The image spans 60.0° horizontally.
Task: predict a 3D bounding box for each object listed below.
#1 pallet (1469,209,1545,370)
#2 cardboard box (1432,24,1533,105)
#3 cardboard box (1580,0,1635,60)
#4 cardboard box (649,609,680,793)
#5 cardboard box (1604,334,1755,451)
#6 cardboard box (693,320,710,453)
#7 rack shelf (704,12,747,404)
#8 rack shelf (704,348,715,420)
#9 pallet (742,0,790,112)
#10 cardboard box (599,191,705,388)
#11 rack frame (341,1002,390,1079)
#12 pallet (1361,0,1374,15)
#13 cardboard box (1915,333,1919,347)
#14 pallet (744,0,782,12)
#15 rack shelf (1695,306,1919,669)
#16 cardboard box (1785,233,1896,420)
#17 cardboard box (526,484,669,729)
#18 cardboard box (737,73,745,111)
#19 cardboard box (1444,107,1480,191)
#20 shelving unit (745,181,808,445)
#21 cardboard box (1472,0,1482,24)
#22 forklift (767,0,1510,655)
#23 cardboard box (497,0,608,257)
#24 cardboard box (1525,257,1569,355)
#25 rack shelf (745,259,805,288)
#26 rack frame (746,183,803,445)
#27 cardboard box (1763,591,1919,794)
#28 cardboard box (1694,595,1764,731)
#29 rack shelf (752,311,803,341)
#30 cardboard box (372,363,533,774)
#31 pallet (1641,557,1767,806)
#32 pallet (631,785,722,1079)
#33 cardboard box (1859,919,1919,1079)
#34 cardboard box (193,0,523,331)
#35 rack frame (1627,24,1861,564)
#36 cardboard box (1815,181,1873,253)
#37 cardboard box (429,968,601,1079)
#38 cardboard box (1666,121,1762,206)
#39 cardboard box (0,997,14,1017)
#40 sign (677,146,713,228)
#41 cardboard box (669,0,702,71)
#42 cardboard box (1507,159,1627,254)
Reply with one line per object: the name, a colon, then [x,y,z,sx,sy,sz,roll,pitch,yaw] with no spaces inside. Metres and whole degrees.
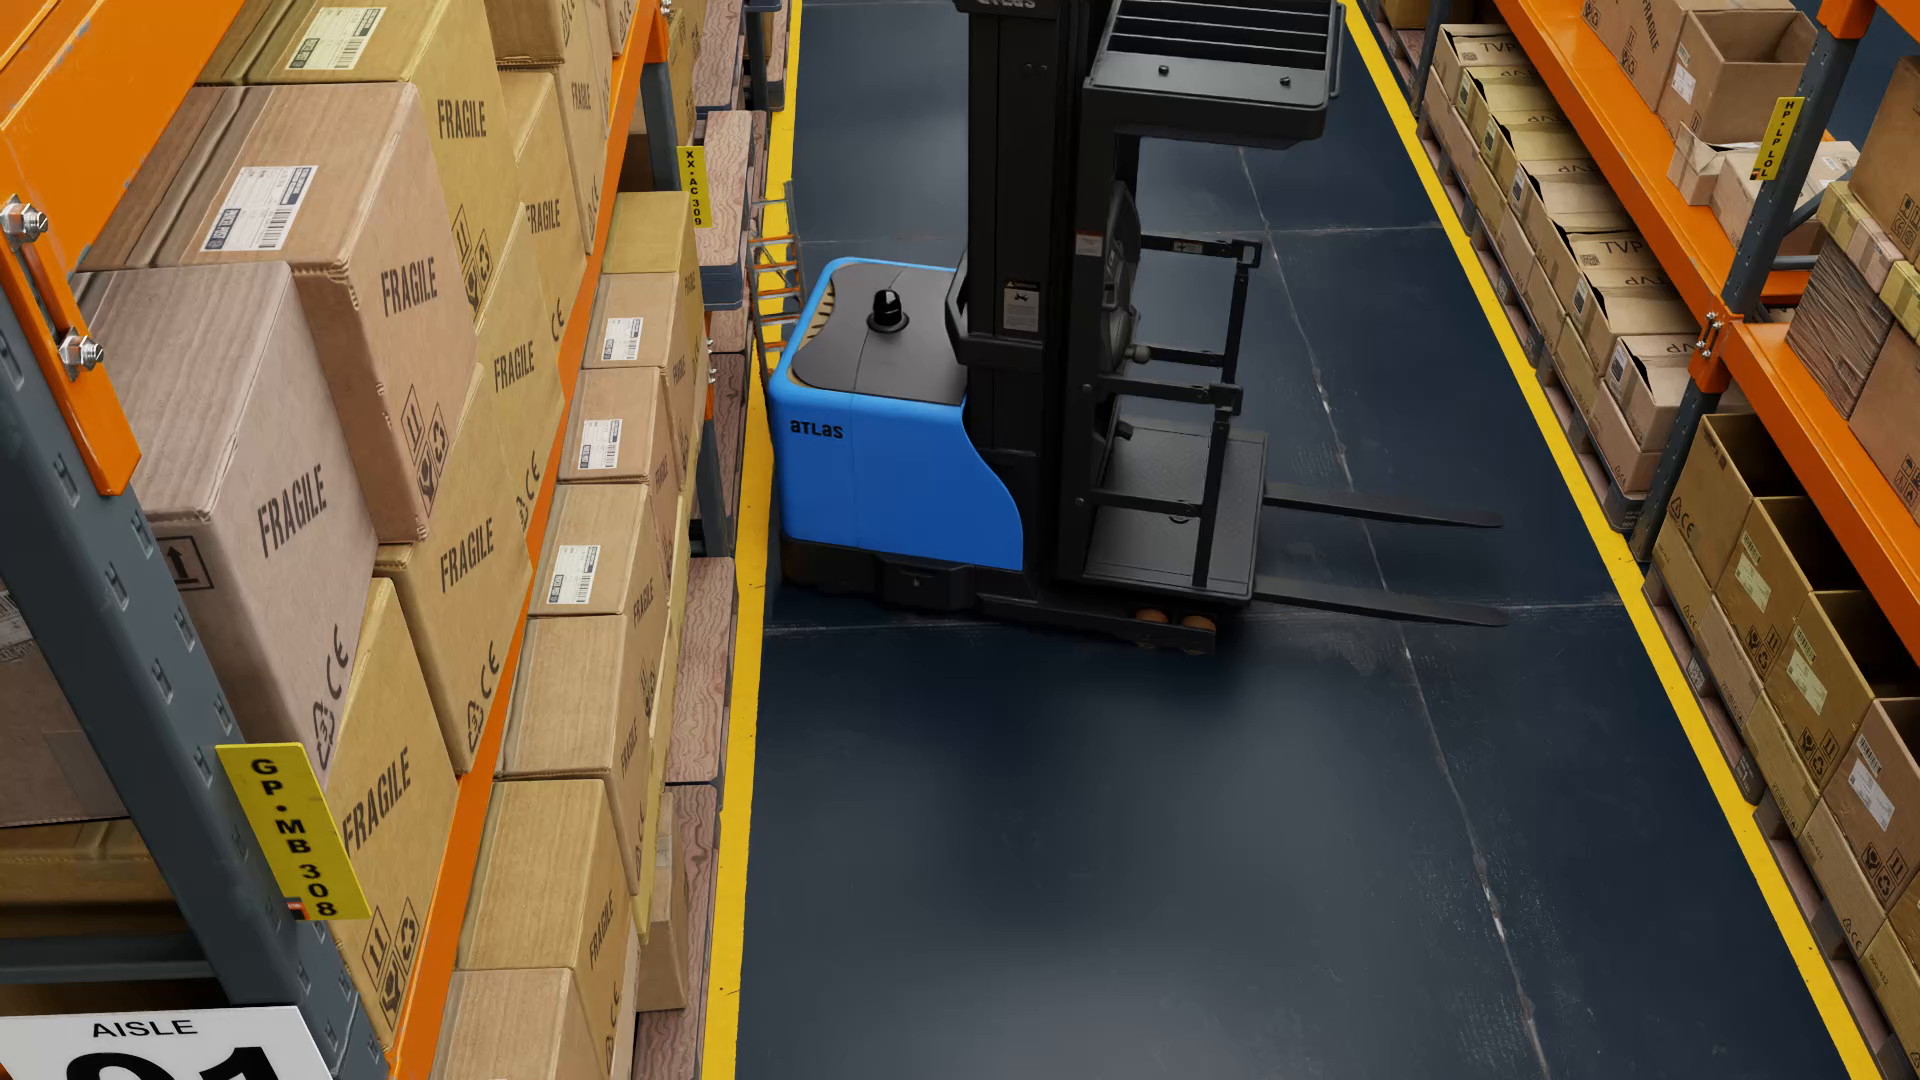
pallet: [3.338,-1.350,8.716,1.003,0.211,1.213,-2,43,-2]
cardboard box: [3.022,-2.742,9.481,0.500,0.311,0.500,0,43,0]
cardboard box: [3.381,-2.661,8.009,0.500,0.500,0.500,-4,43,-4]
cardboard box: [-1.091,0.463,4.771,0.500,0.250,0.500,-1,43,-1]
cardboard box: [3.159,-0.669,7.219,0.500,0.311,0.500,-2,43,-2]
cardboard box: [-1.163,-0.552,5.878,0.500,0.250,0.500,-2,43,-2]
rack shelf: [-1.571,-1.996,7.890,1.077,0.370,4.000,-2,43,-2]
rack shelf: [-1.401,0.704,4.944,1.077,0.370,4.000,-2,43,-2]
pallet: [-1.614,-3.118,10.645,1.003,0.211,1.213,-2,43,-2]
cardboard box: [-1.157,-0.829,5.626,0.500,0.500,0.500,-2,43,-2]
rack frame: [-1.316,1.789,3.228,1.000,3.000,0.127,-2,43,-2]
pallet: [3.250,-4.055,11.667,1.003,0.211,1.213,-2,43,-2]
cardboard box: [3.317,-0.624,5.307,0.380,0.149,0.250,-2,43,-2]
pallet: [-1.519,-3.063,8.663,1.213,0.211,1.003,-2,43,-2]
rack shelf: [3.548,0.559,5.102,1.077,0.370,4.000,-2,43,-2]
cardboard box: [3.488,-0.793,5.971,0.700,0.500,0.500,-3,43,-3]
cardboard box: [-1.097,0.199,4.504,0.500,0.500,0.500,0,43,0]
cardboard box: [-1.573,-2.368,9.287,0.700,0.500,0.500,-1,43,-1]
cardboard box: [3.044,-2.196,9.300,0.500,0.250,0.500,-3,43,-3]
shelving unit: [-0.831,-1.038,7.705,0.258,1.200,0.189,-8,11,-9]
cardboard box: [3.531,-3.666,10.703,0.500,0.500,0.500,-3,43,-3]
forklift: [0.800,-1.000,6.322,3.031,2.935,1.130,8,43,9]
cardboard box: [-1.148,-1.013,3.976,0.500,0.500,0.500,-3,43,-3]
cardboard box: [3.114,-1.156,8.165,0.500,0.250,0.500,-1,43,-1]
rack shelf: [-0.854,-1.229,7.670,0.258,0.103,0.180,-8,11,-9]
rack frame: [-0.848,-1.053,7.794,0.240,1.200,0.006,-8,11,-9]
cardboard box: [3.212,0.524,5.778,0.500,0.500,0.500,-2,43,-2]
cardboard box: [3.196,0.462,6.399,0.500,0.250,0.500,-2,43,-2]
rack shelf: [-0.826,-0.995,7.713,0.258,0.103,0.180,-8,11,-9]
cardboard box: [-1.068,0.043,2.825,0.500,0.500,0.500,1,43,1]
pallet: [3.455,0.510,6.687,1.003,0.211,1.213,-2,43,-2]
pallet: [-1.368,1.395,5.722,1.003,0.211,1.213,-2,43,-2]
cardboard box: [3.259,1.475,5.295,0.500,0.250,0.500,-2,43,-2]
cardboard box: [-1.094,-0.682,2.875,0.500,0.500,0.500,-1,43,-1]
rack frame: [3.463,-1.056,6.332,1.000,3.000,0.127,-2,43,-2]
cardboard box: [3.281,-1.145,5.875,0.380,0.149,0.250,-2,43,-2]
cardboard box: [-1.036,1.230,3.379,0.500,0.500,0.500,-2,43,-2]
cardboard box: [3.242,-1.595,7.019,0.396,0.266,0.258,-3,43,-3]
cardboard box: [-1.587,0.365,2.473,0.500,0.500,0.500,1,43,1]
sign: [-0.944,-1.251,5.904,0.100,0.325,0.005,-2,43,-2]
cardboard box: [-1.550,-2.276,7.263,0.700,0.500,0.500,4,43,4]
cardboard box: [3.094,-1.696,8.340,0.500,0.311,0.500,-2,43,-2]
